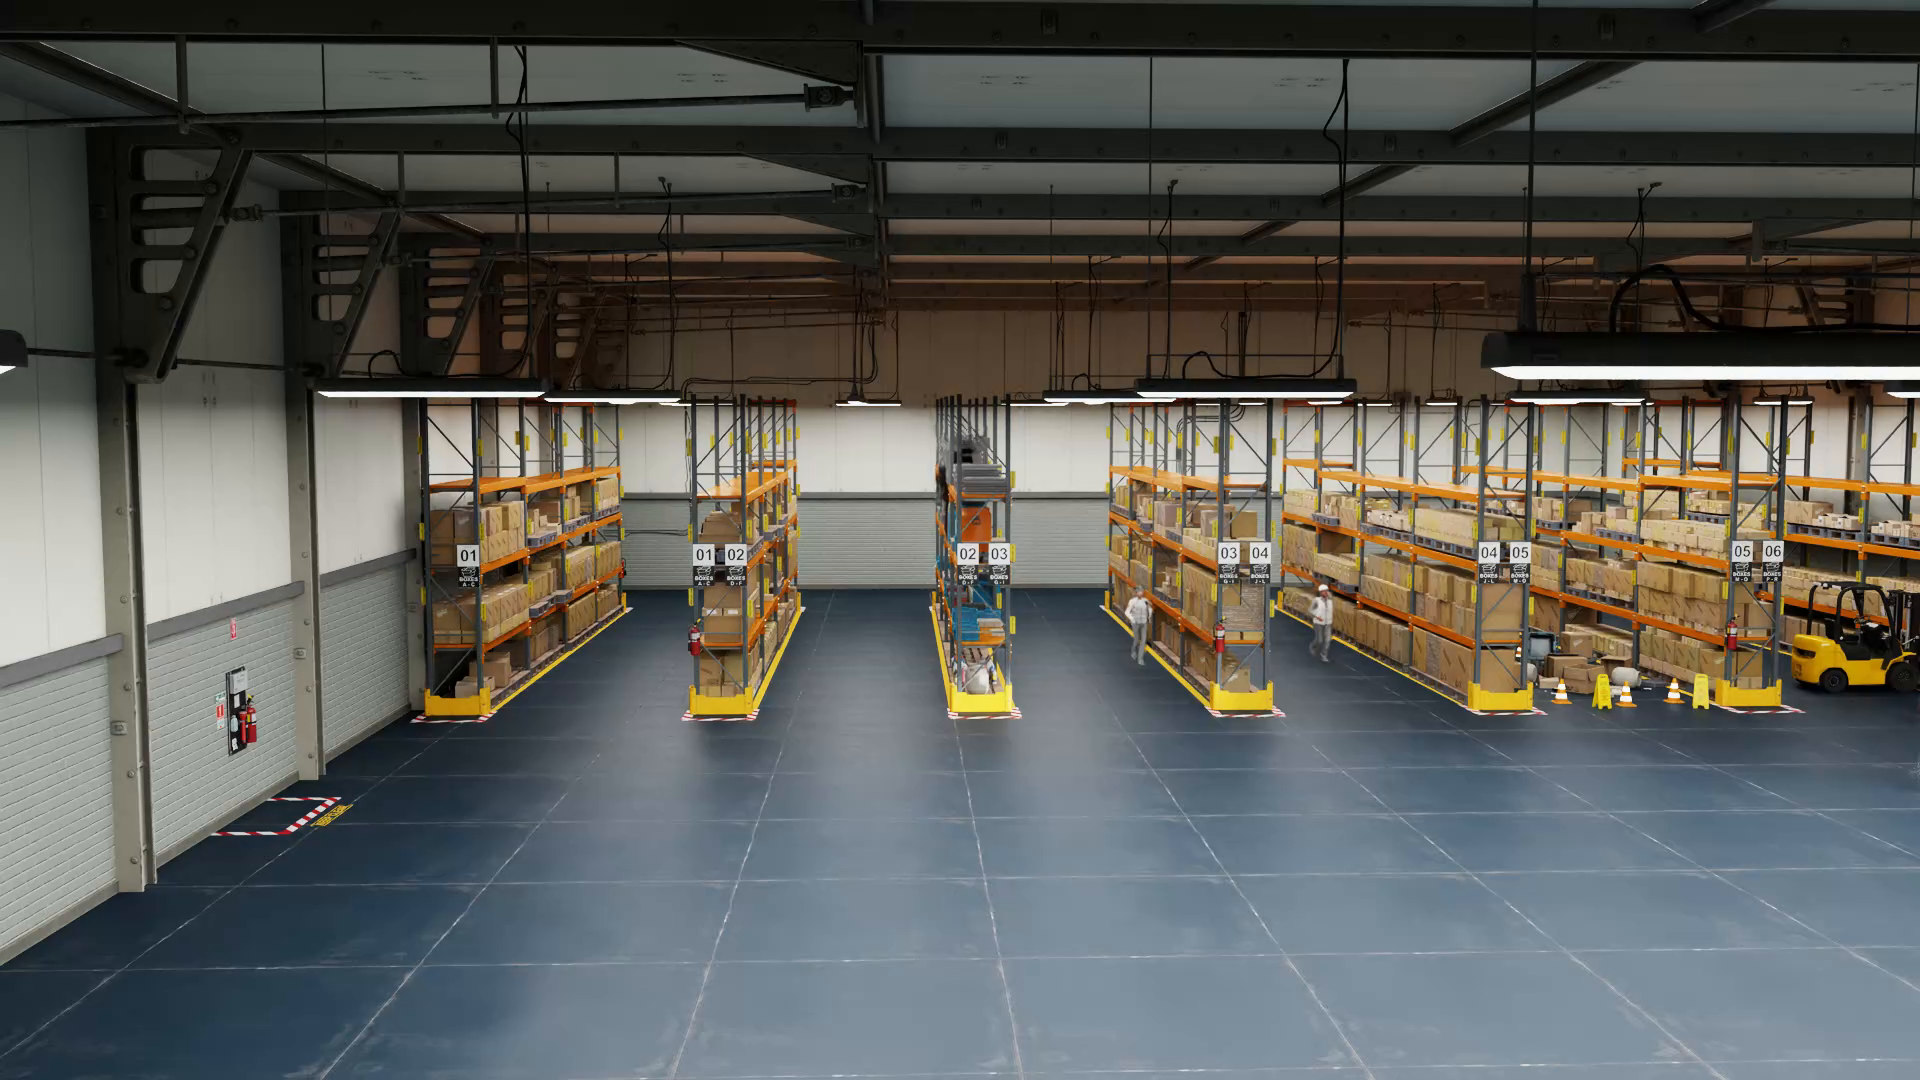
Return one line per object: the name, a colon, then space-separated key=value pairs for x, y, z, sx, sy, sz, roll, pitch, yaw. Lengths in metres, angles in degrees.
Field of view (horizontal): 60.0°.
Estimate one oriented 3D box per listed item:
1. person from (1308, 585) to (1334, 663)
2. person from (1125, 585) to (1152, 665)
person: x=8.217 y=1.880 z=37.729 sx=0.657 sy=1.748 sz=0.752 roll=-1 pitch=5 yaw=-14
person: x=3.861 y=1.803 z=35.676 sx=0.617 sy=1.695 sz=0.664 roll=-1 pitch=5 yaw=-8
